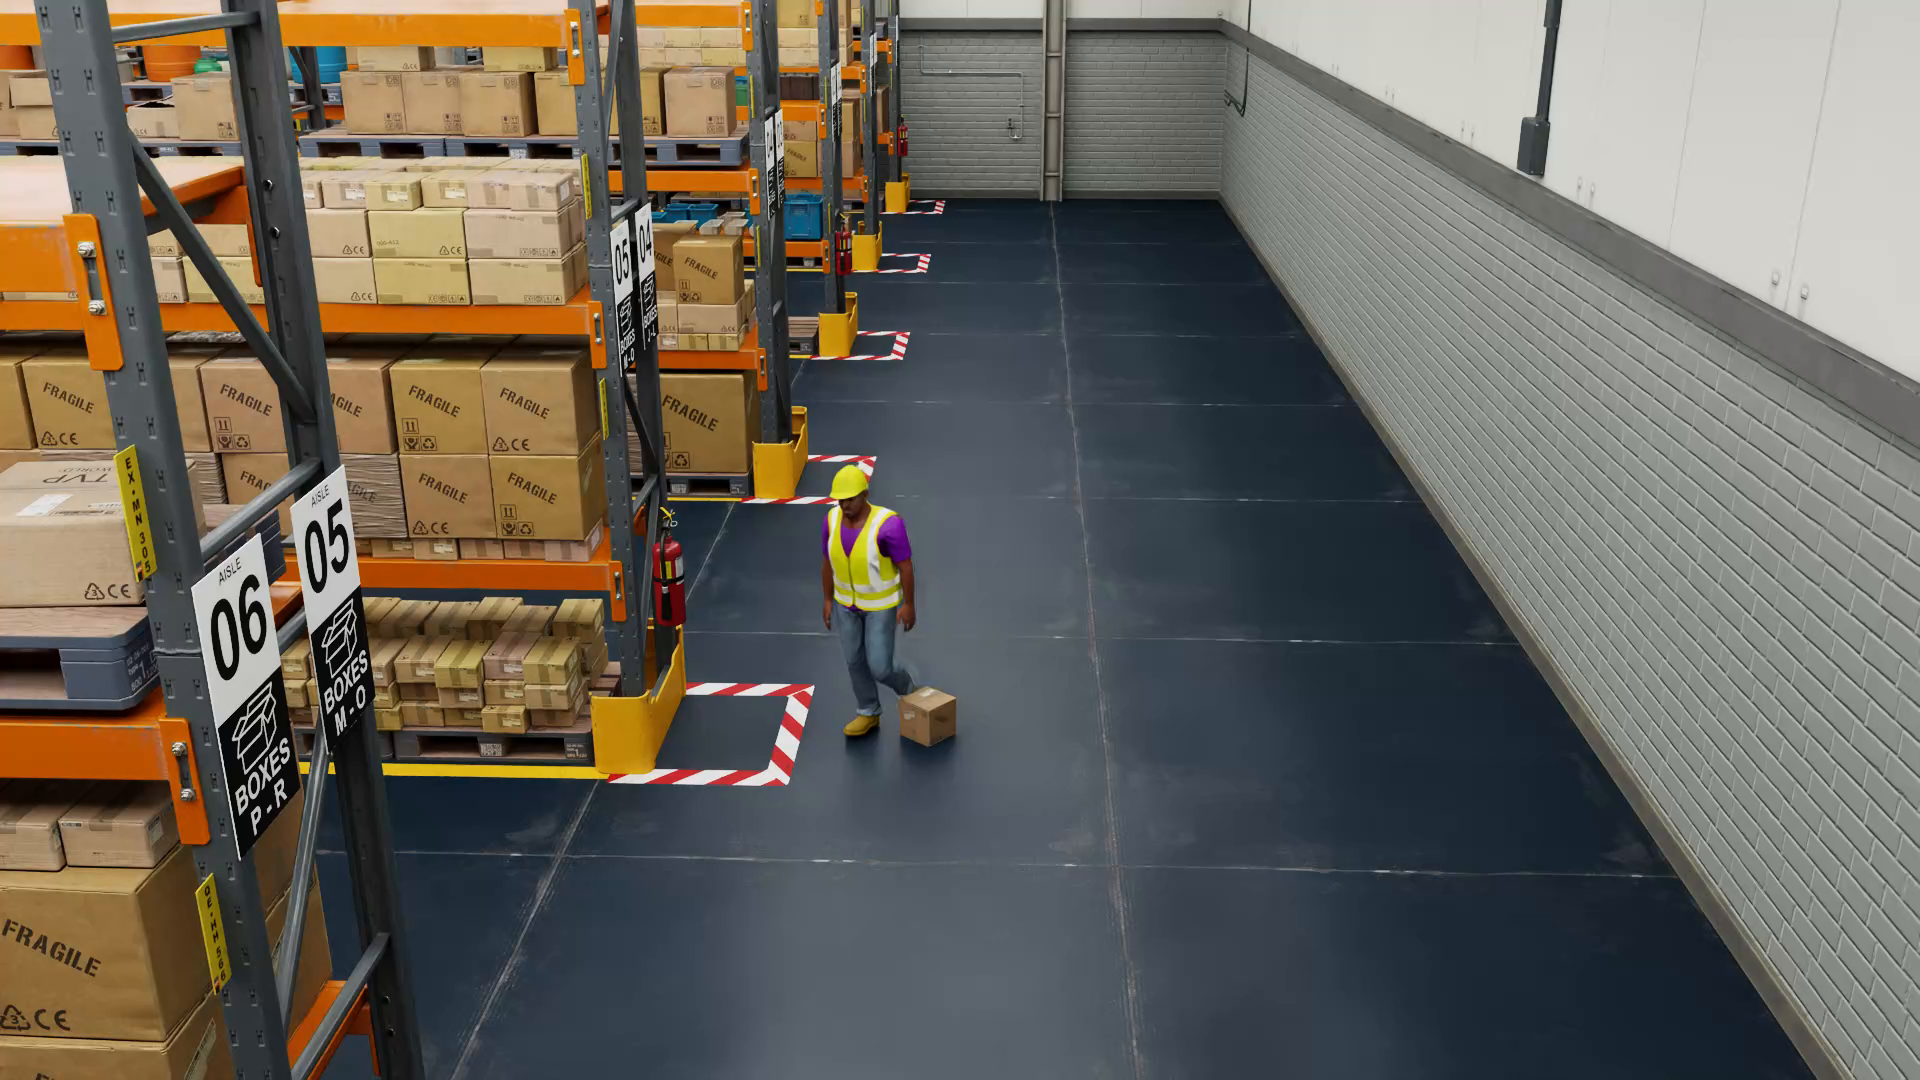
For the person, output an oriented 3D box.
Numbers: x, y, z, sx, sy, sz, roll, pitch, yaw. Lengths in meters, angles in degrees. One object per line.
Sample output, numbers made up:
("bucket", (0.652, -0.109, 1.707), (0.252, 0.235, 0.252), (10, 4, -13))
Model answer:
("person", (-0.527, 0.373, 10.047), (0.595, 1.715, 0.555), (12, 24, 28))
